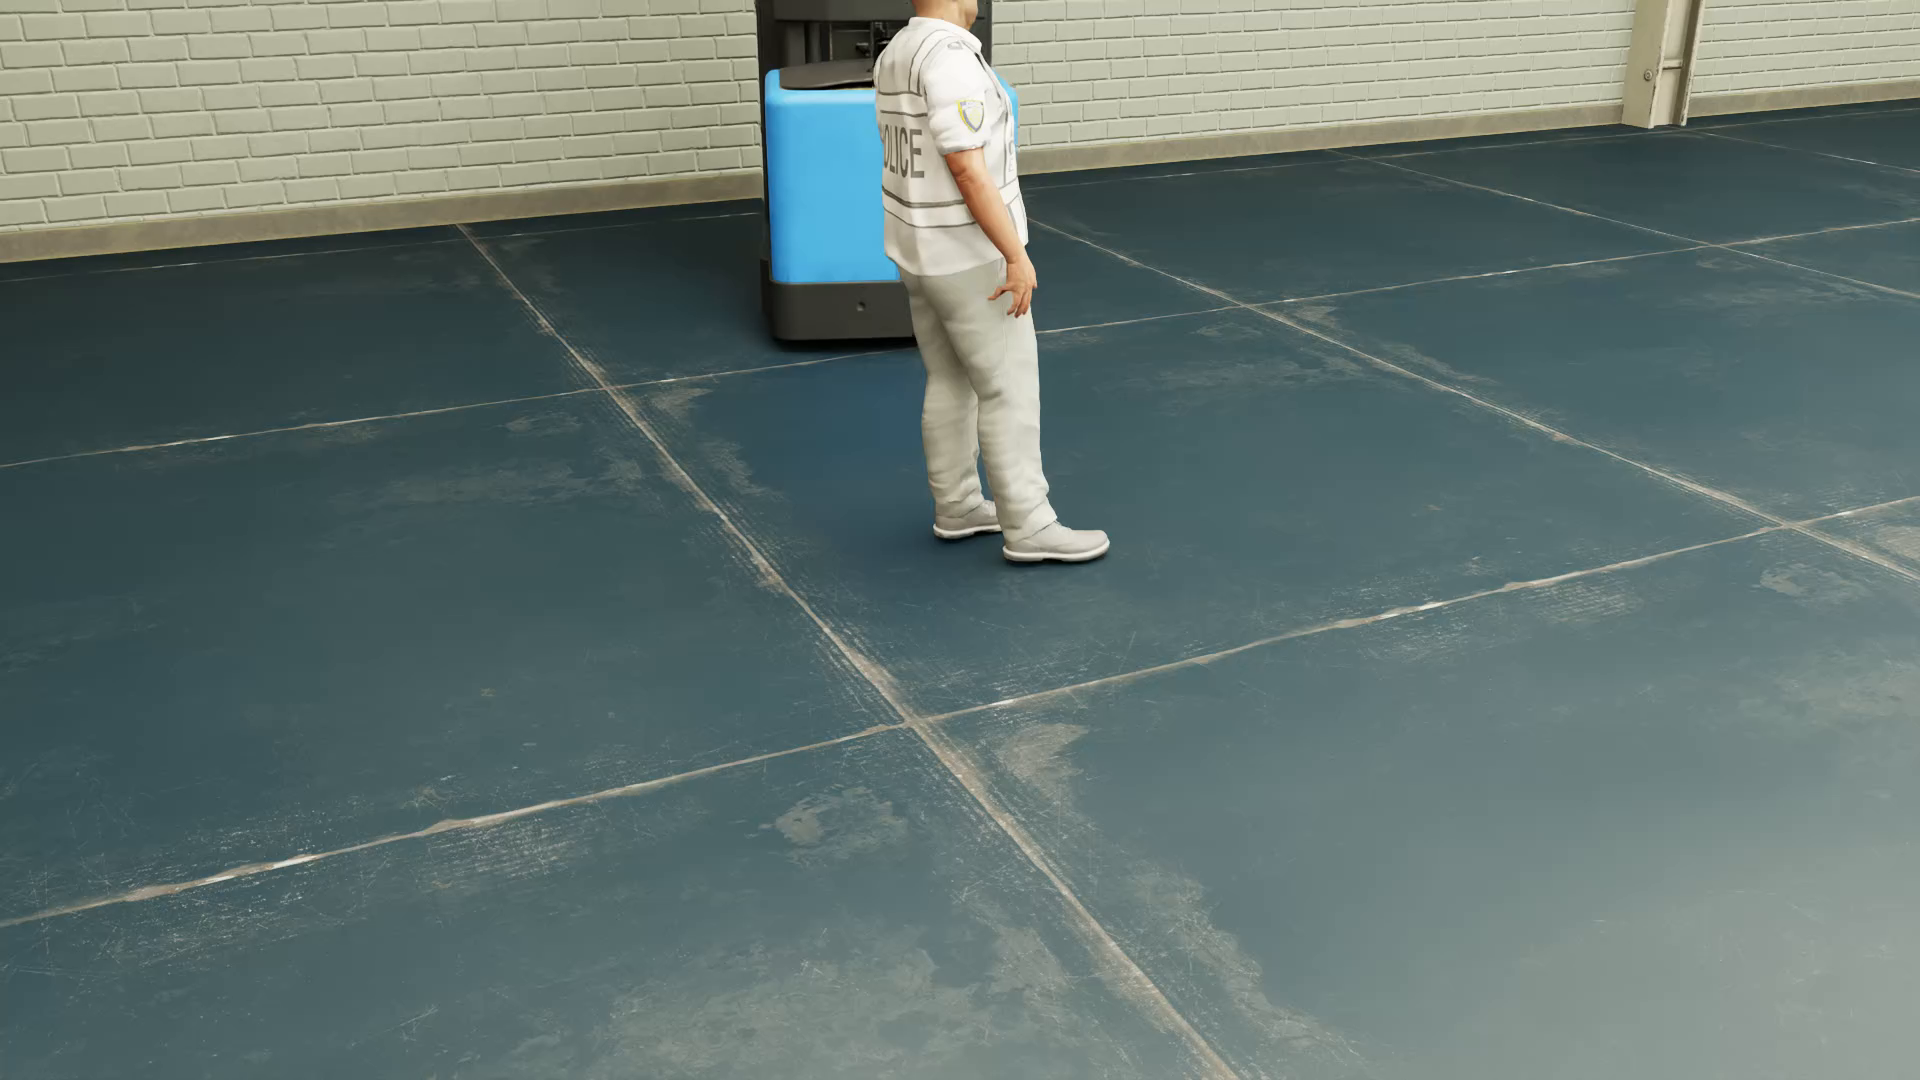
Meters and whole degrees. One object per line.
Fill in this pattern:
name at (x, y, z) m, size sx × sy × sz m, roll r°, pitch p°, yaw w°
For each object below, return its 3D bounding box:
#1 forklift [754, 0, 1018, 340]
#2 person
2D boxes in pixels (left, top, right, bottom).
forklift at (-0.423, -2.712, 7.815) m, size 1.130 × 2.935 × 3.031 m, roll -2°, pitch 23°, yaw -6°
person at (0.076, -0.838, 4.783) m, size 0.574 × 1.779 × 0.641 m, roll -10°, pitch 25°, yaw -23°
